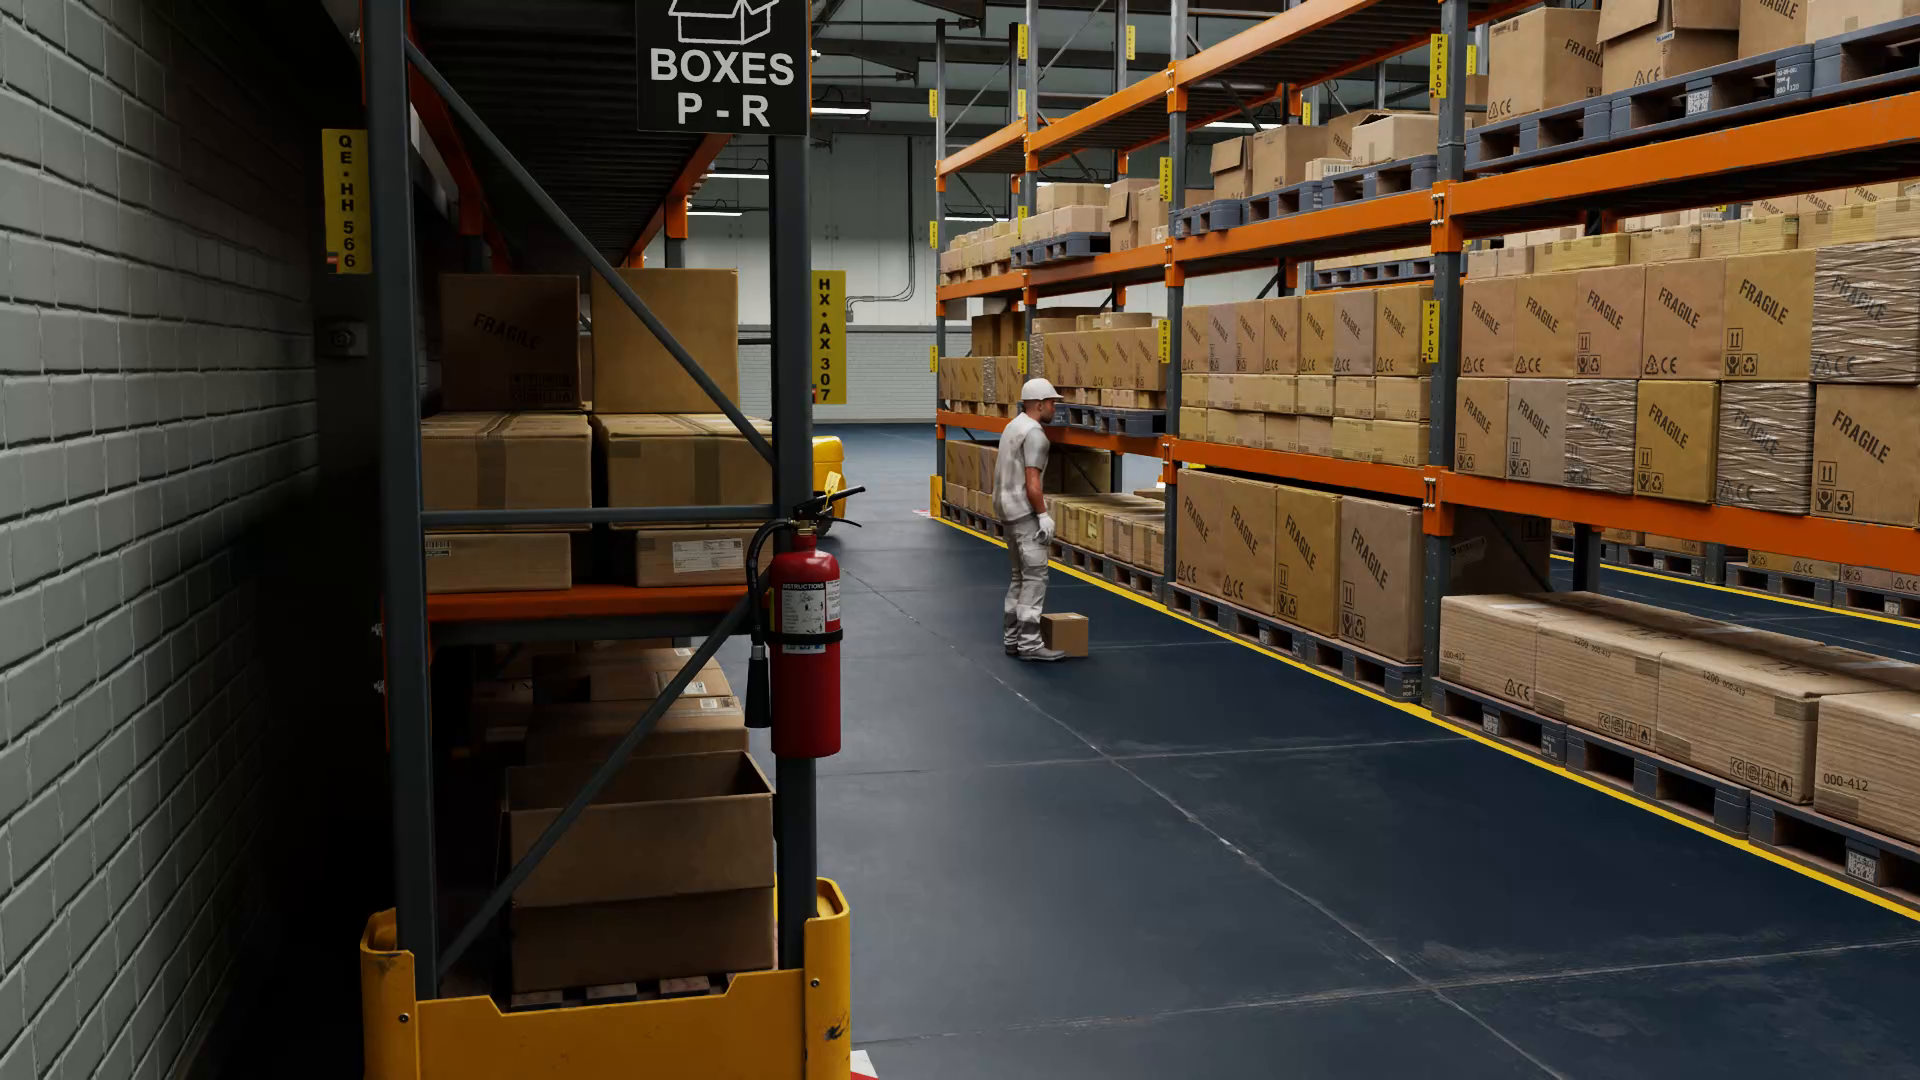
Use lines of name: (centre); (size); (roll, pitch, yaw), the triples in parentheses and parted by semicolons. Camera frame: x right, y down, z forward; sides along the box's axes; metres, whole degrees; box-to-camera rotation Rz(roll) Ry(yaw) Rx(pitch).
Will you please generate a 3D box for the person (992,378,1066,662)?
person: (0.449, -0.138, 10.619); (0.448, 1.780, 0.608); (-1, 6, -13)
